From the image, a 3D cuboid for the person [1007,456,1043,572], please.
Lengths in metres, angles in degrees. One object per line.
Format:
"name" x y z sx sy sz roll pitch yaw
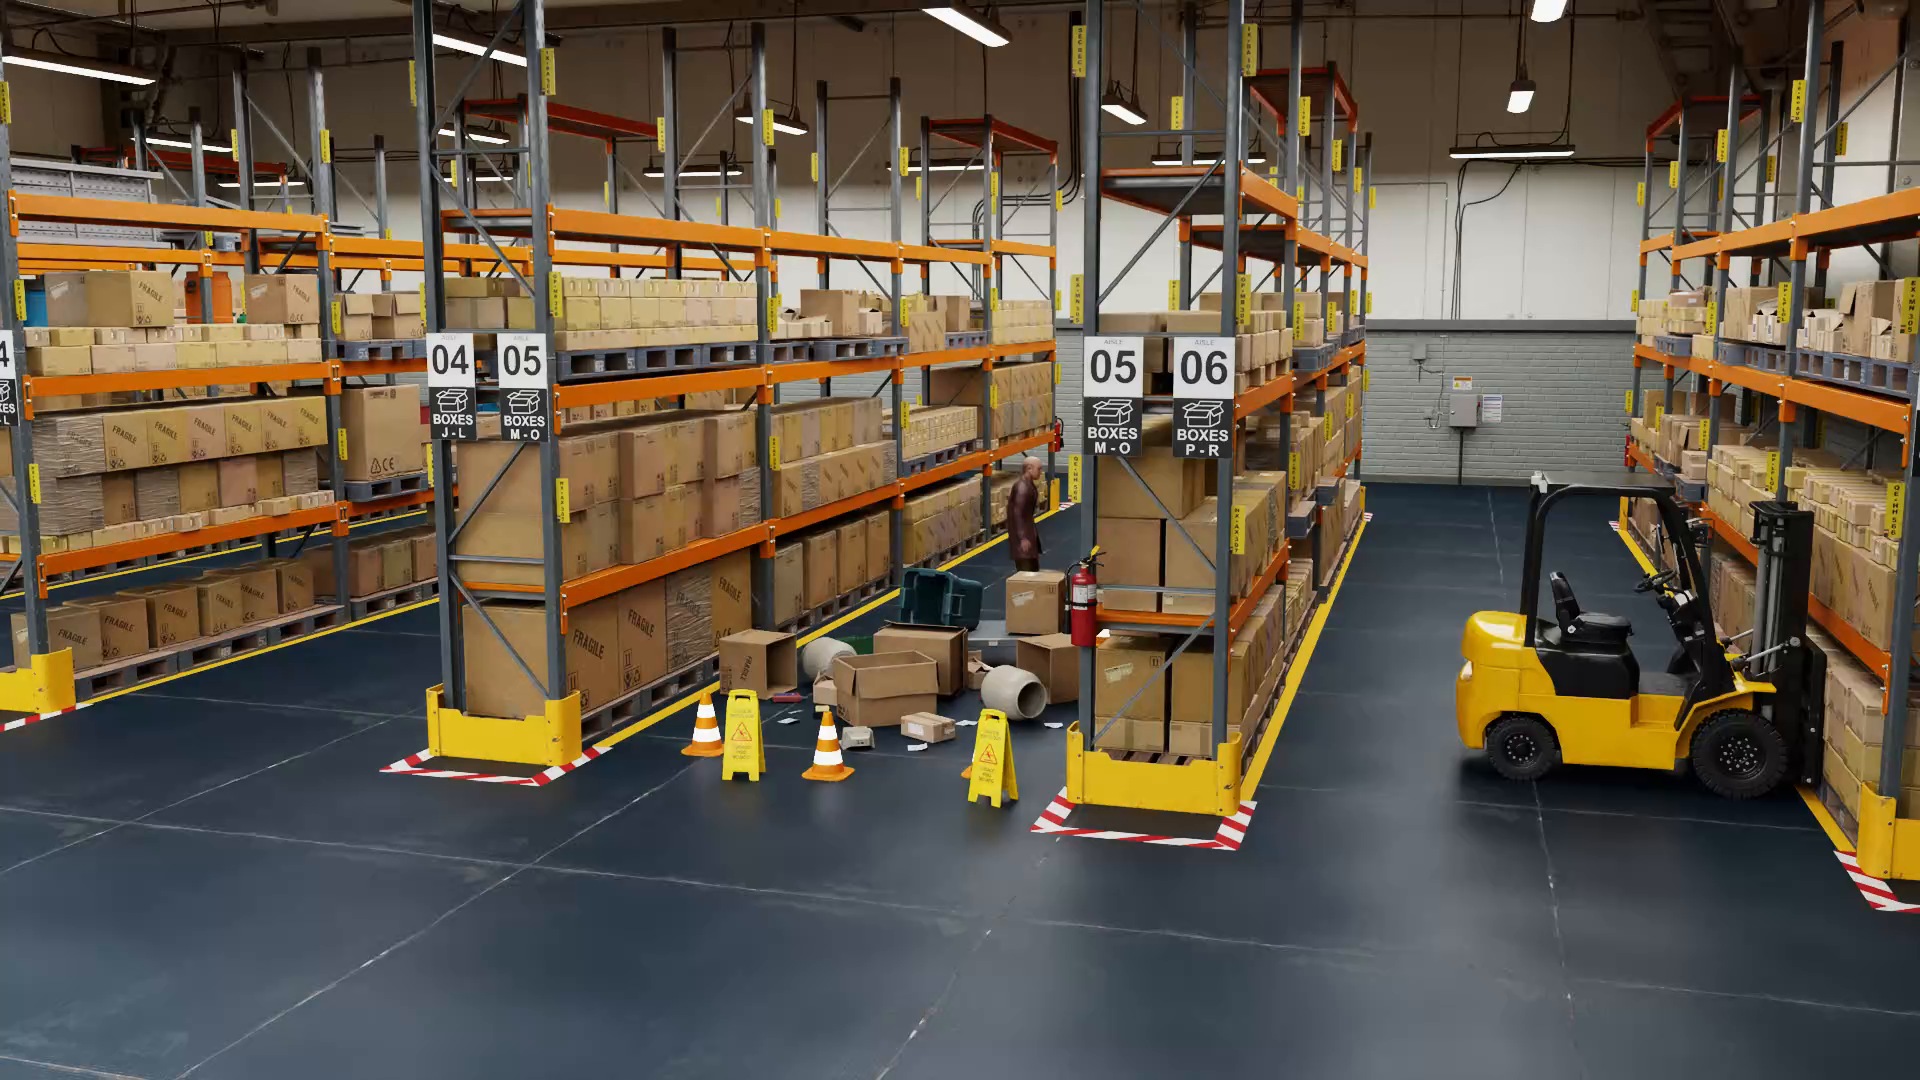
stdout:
"person" 0.724 -0.024 18.051 0.429 1.772 0.644 2 8 13
